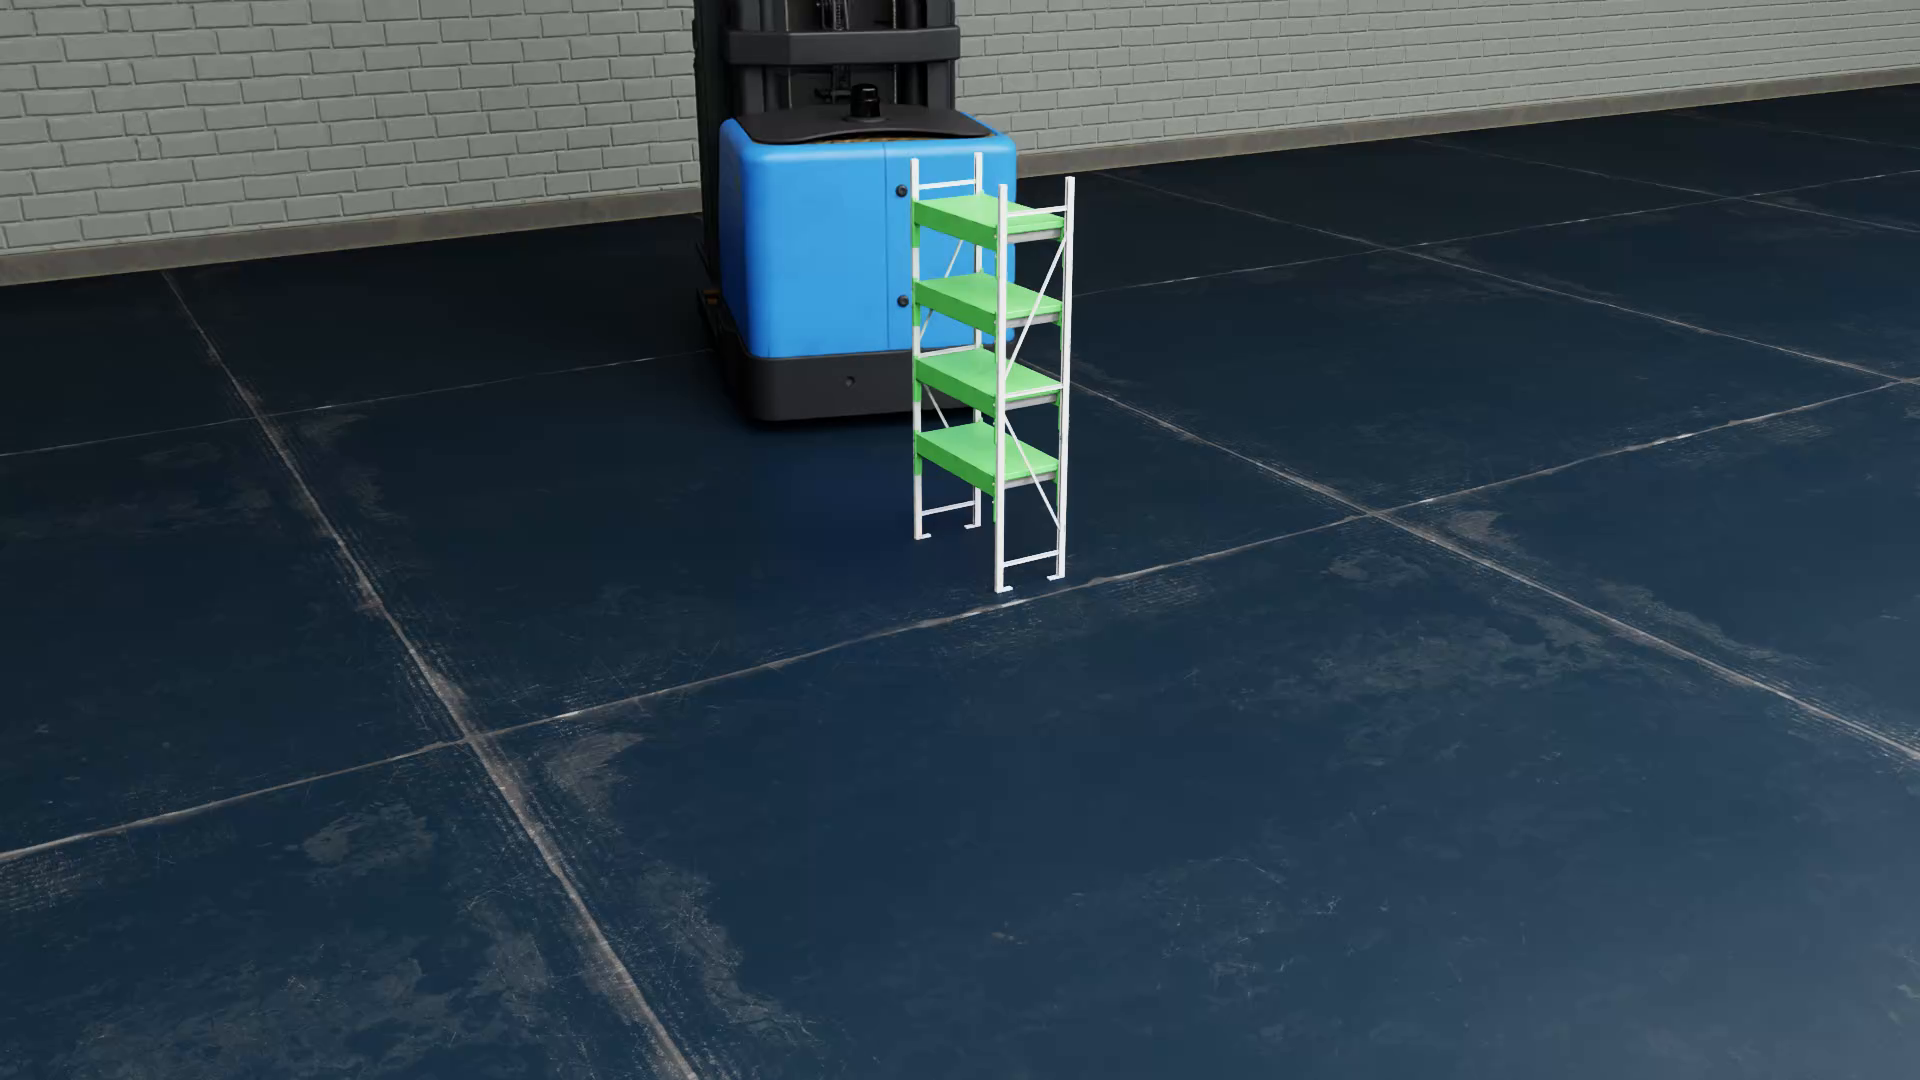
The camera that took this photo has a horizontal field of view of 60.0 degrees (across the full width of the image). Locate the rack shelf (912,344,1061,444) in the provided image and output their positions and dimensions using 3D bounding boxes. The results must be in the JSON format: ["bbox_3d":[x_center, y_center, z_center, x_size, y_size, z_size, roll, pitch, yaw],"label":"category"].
[{"bbox_3d":[0.085,-0.443,4.978,0.258,0.148,0.480,-13,25,-28],"label":"rack shelf"}]

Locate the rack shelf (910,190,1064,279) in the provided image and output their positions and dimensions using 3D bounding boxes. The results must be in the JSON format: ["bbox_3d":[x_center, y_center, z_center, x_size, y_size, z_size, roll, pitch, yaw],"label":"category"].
[{"bbox_3d":[0.085,-0.888,4.797,0.258,0.148,0.480,-13,25,-28],"label":"rack shelf"}]

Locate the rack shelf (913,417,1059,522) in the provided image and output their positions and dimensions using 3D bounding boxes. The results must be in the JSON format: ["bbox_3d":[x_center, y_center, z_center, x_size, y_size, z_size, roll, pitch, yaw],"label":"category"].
[{"bbox_3d":[0.085,-0.221,5.068,0.258,0.148,0.480,-13,25,-28],"label":"rack shelf"}]

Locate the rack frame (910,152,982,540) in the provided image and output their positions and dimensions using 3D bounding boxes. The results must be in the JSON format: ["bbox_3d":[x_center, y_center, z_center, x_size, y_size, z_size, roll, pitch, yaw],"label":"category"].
[{"bbox_3d":[-0.040,-0.581,5.148,0.240,1.200,0.015,-13,25,-28],"label":"rack frame"}]

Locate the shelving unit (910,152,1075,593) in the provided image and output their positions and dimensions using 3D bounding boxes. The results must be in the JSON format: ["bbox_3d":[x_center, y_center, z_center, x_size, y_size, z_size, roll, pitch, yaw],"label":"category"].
[{"bbox_3d":[0.085,-0.502,4.954,0.258,1.200,0.503,-13,25,-28],"label":"shelving unit"}]

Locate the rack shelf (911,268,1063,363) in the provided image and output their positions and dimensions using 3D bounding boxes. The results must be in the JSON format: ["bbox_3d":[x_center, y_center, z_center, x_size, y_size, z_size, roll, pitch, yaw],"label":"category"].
[{"bbox_3d":[0.085,-0.665,4.887,0.258,0.148,0.480,-13,25,-28],"label":"rack shelf"}]

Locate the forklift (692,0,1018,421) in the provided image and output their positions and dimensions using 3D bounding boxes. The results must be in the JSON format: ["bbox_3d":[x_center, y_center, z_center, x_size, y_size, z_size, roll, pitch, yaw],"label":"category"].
[{"bbox_3d":[-0.618,-2.327,7.144,1.130,2.935,3.031,-5,23,-12],"label":"forklift"}]

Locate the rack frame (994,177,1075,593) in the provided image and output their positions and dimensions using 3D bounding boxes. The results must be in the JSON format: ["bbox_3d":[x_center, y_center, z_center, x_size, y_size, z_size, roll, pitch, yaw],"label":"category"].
[{"bbox_3d":[0.209,-0.423,4.759,0.240,1.200,0.015,-13,25,-28],"label":"rack frame"}]
